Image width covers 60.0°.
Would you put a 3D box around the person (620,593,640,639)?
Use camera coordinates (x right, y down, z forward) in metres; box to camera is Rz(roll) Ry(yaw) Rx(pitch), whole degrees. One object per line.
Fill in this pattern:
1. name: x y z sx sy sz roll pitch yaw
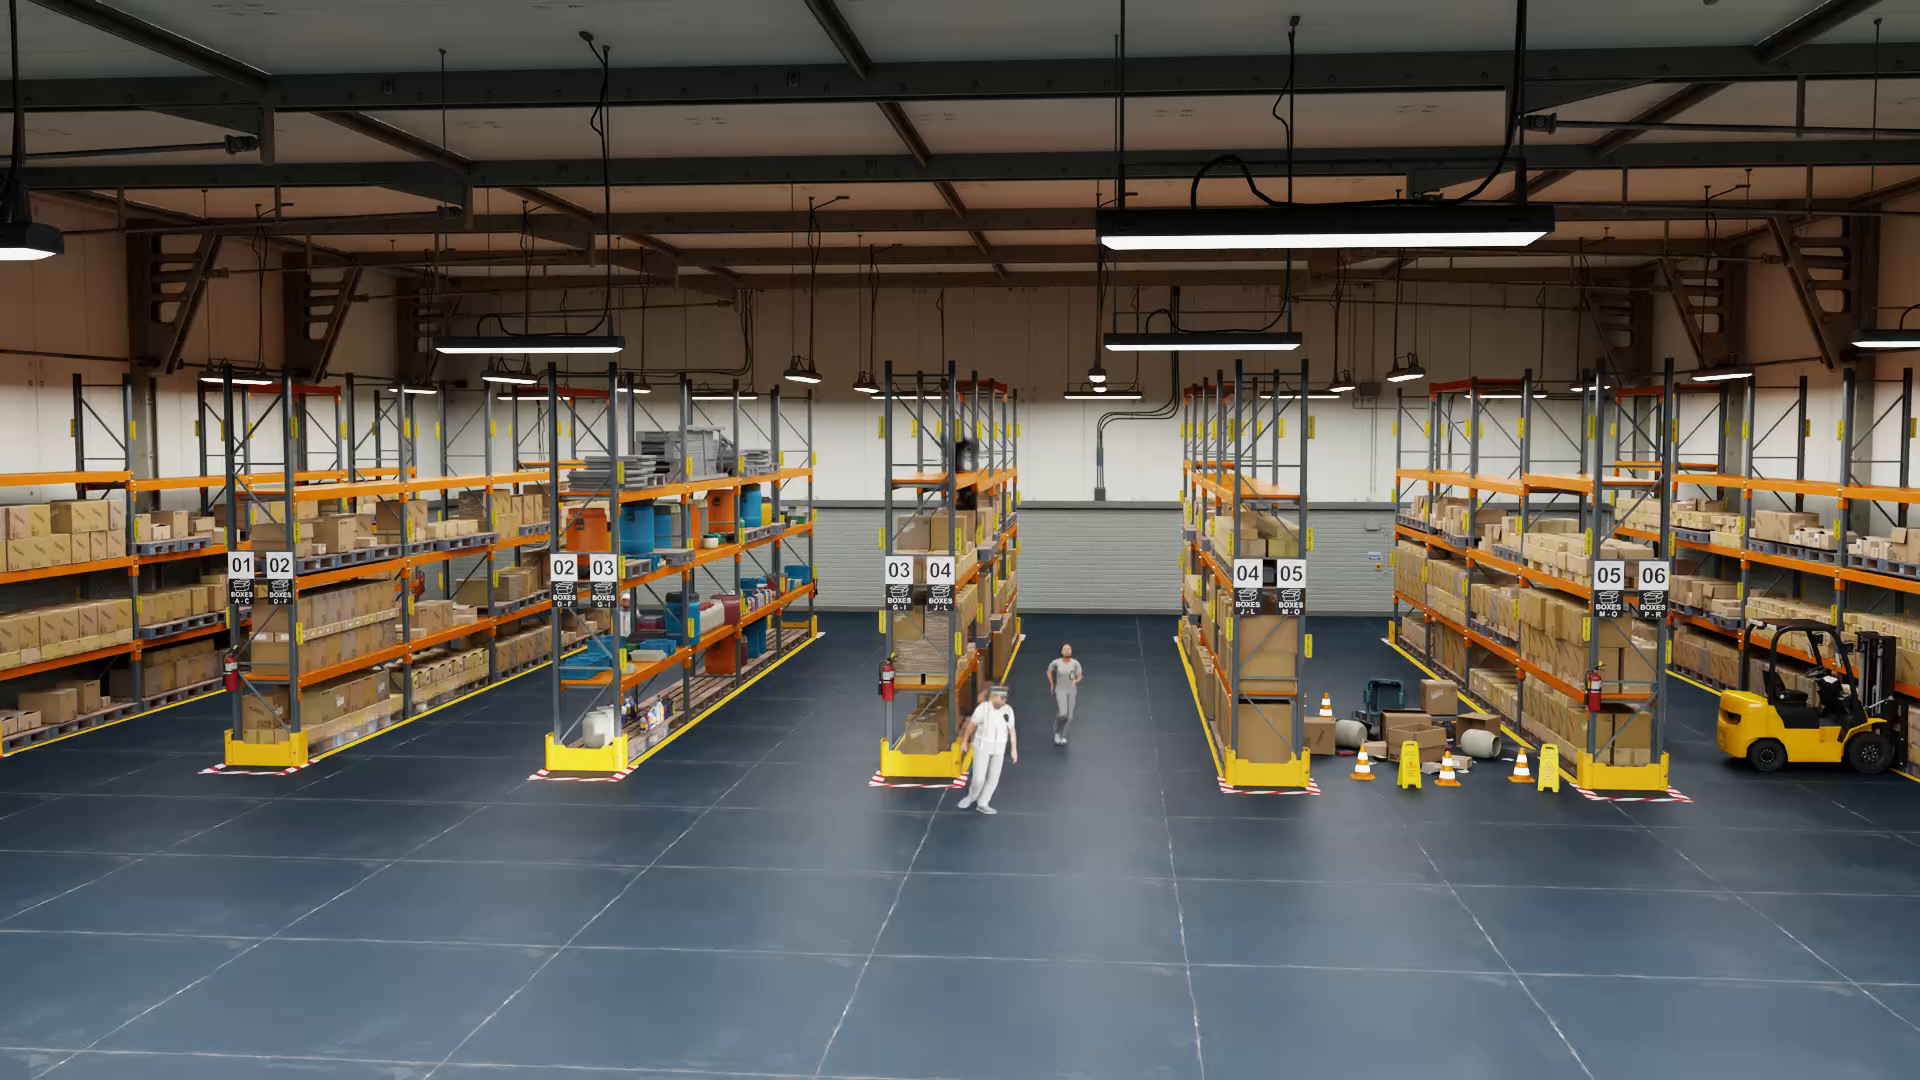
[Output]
1. person: -6.665 1.946 33.181 0.673 1.760 0.684 0 4 6

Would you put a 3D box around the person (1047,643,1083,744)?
1. person: 1.680 2.440 26.346 0.536 1.630 0.624 -1 4 -9

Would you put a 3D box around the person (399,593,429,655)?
1. person: -11.461 1.886 35.045 0.676 1.615 0.874 -1 4 -9

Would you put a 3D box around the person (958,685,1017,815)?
1. person: 0.362 2.730 21.690 0.707 1.715 0.580 -1 4 -20
